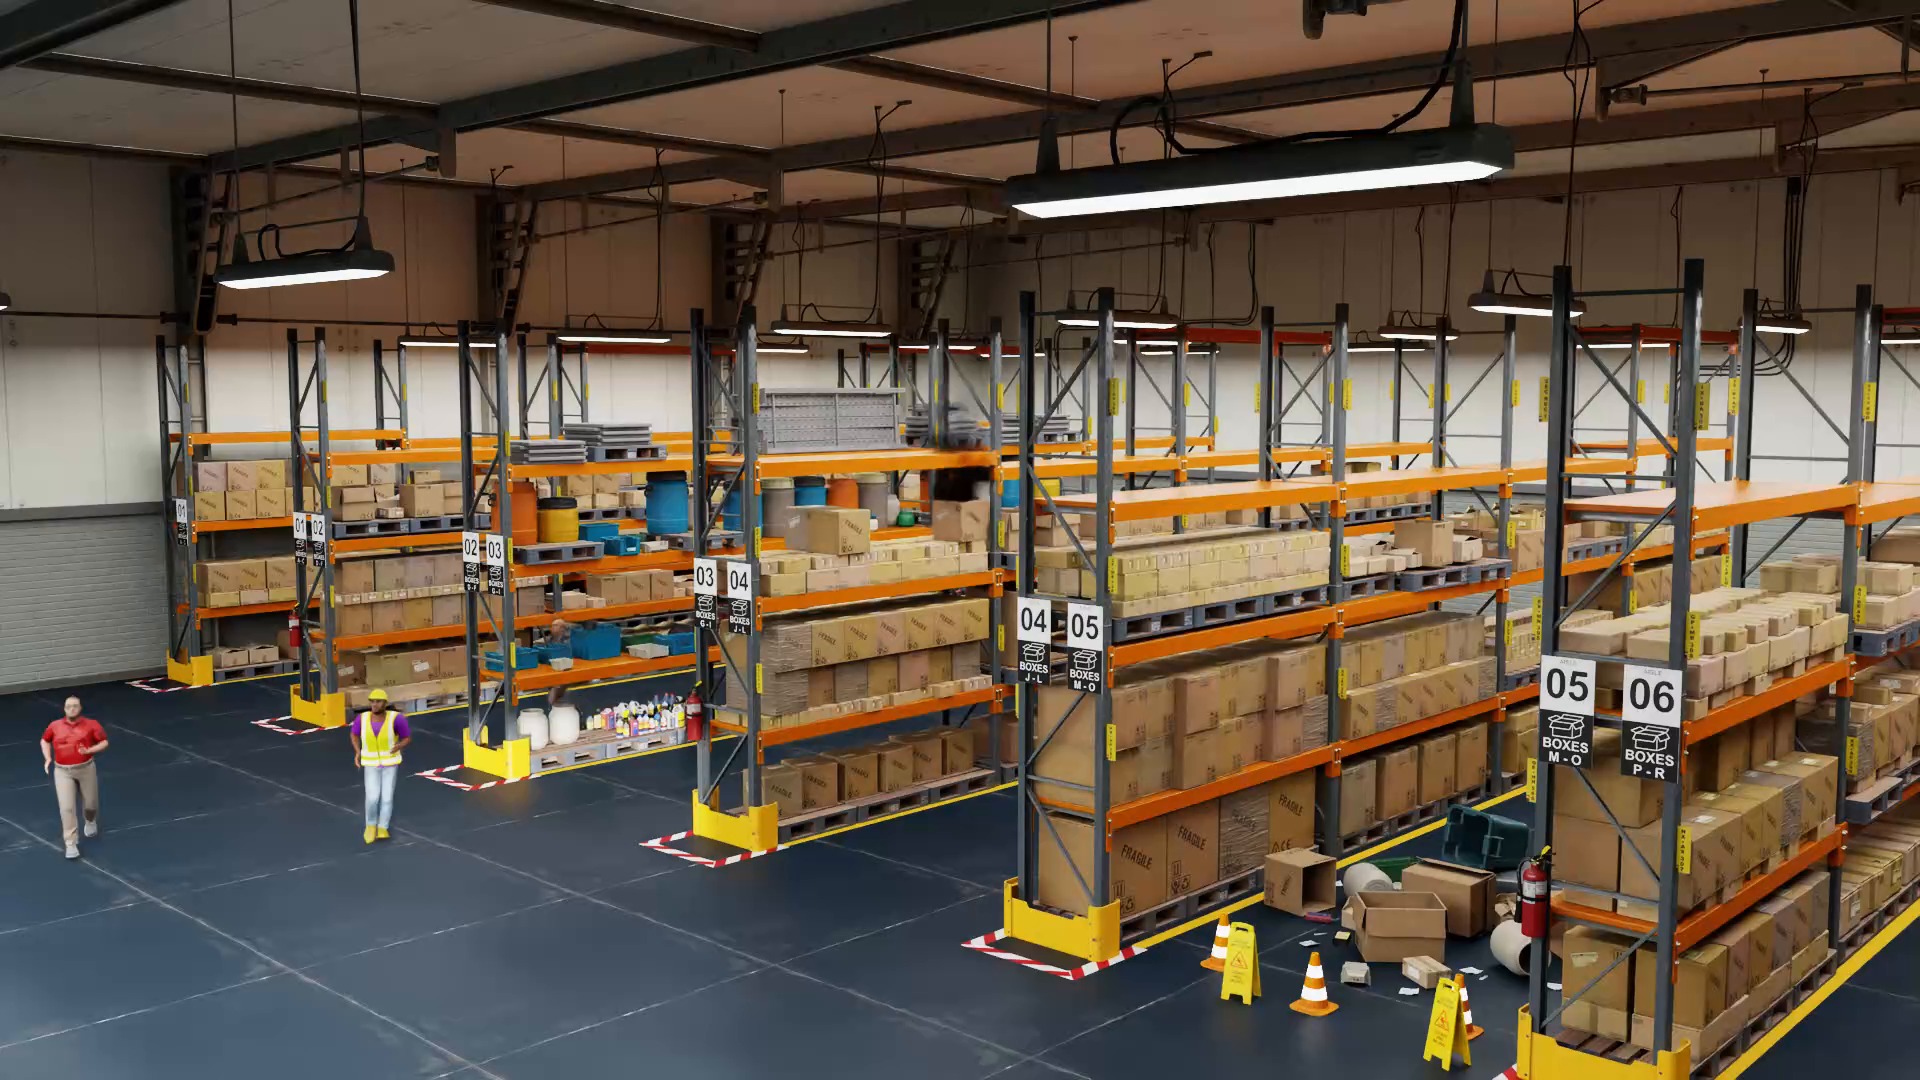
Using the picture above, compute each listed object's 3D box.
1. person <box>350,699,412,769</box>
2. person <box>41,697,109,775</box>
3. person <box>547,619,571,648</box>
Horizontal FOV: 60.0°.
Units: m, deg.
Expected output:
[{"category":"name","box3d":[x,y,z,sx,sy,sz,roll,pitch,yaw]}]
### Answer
[{"category":"person","box3d":[-6.502,2.140,18.642,0.670,0.871,0.645,-2,6,-16]},{"category":"person","box3d":[-9.750,2.148,18.288,0.672,0.825,0.597,-3,6,-25]},{"category":"person","box3d":[-5.957,1.620,24.551,0.659,0.899,0.577,5,7,43]}]
